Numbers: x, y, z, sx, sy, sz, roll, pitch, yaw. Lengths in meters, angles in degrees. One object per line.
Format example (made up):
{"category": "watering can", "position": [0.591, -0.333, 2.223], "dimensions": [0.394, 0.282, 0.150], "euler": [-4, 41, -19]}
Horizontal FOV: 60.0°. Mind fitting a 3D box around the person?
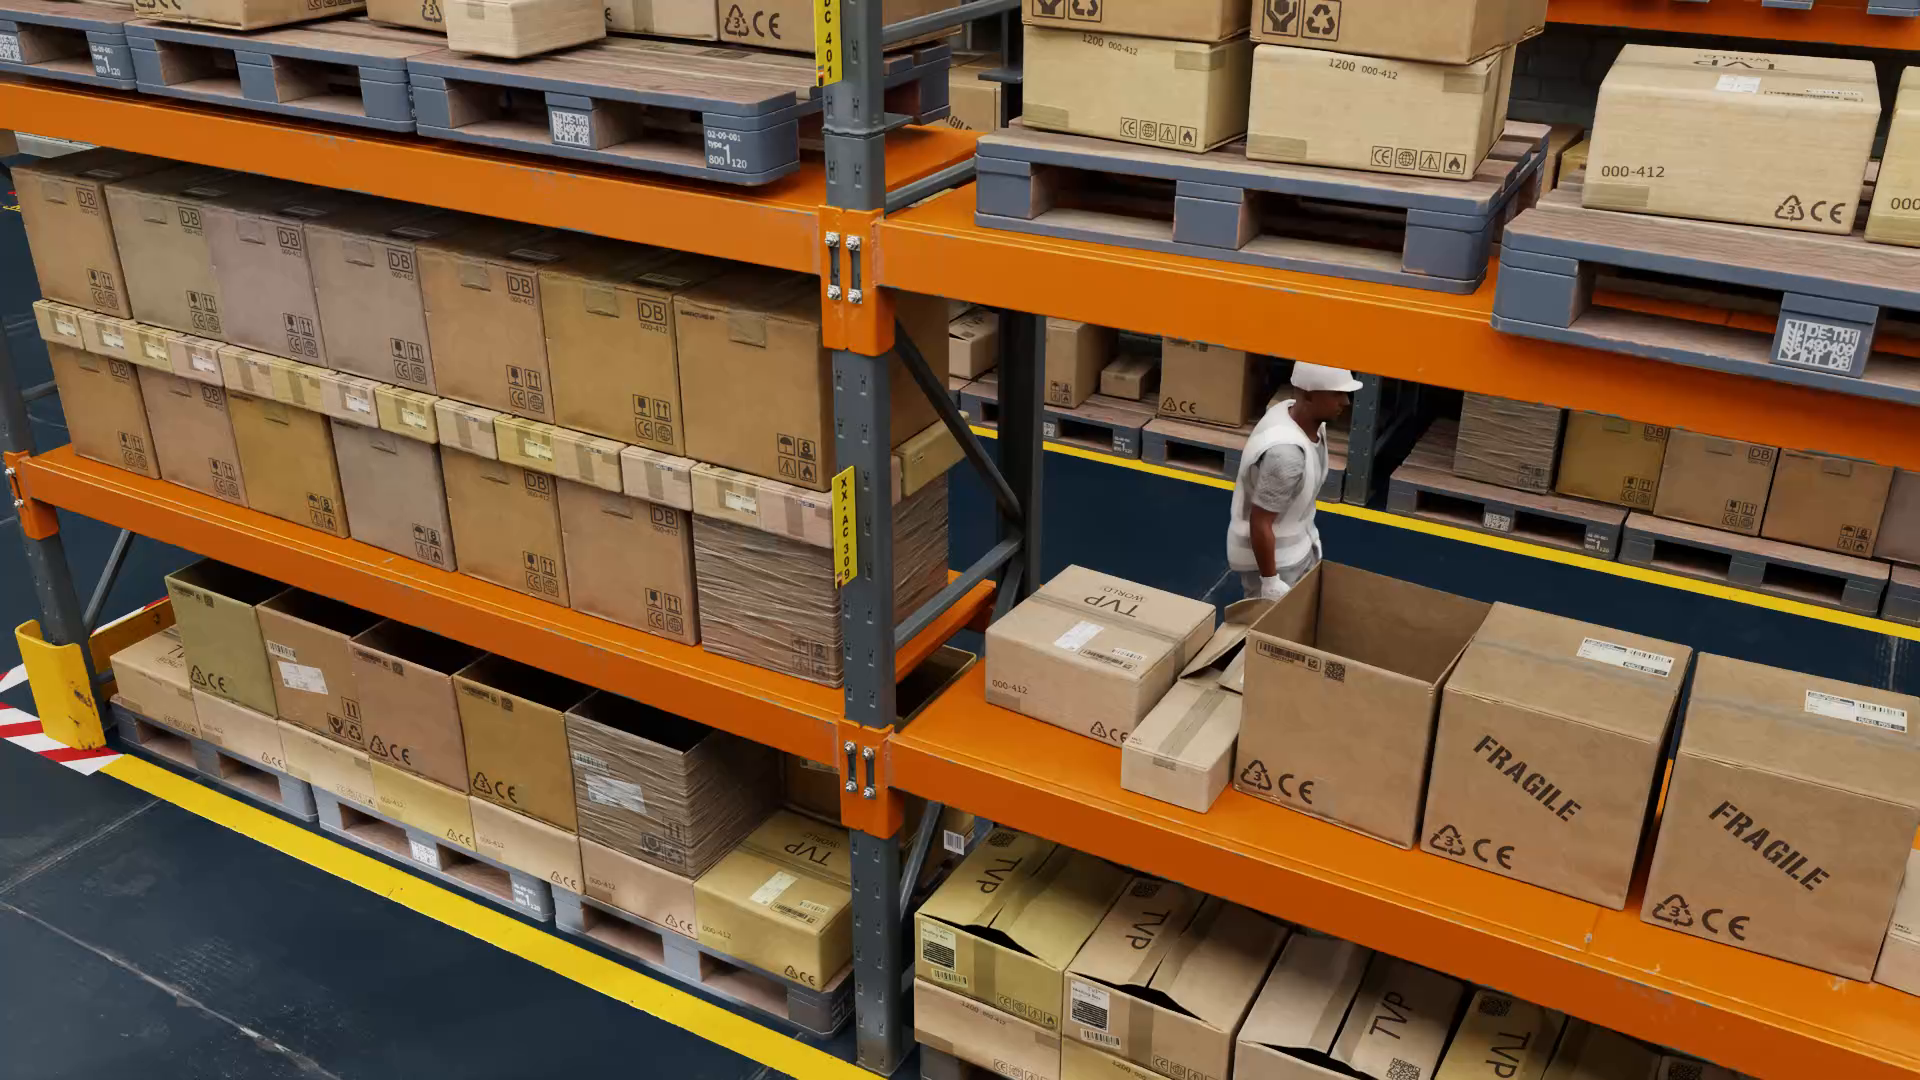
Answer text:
{"category": "person", "position": [1.307, 0.072, 6.675], "dimensions": [0.444, 1.774, 0.629], "euler": [12, 29, 23]}
